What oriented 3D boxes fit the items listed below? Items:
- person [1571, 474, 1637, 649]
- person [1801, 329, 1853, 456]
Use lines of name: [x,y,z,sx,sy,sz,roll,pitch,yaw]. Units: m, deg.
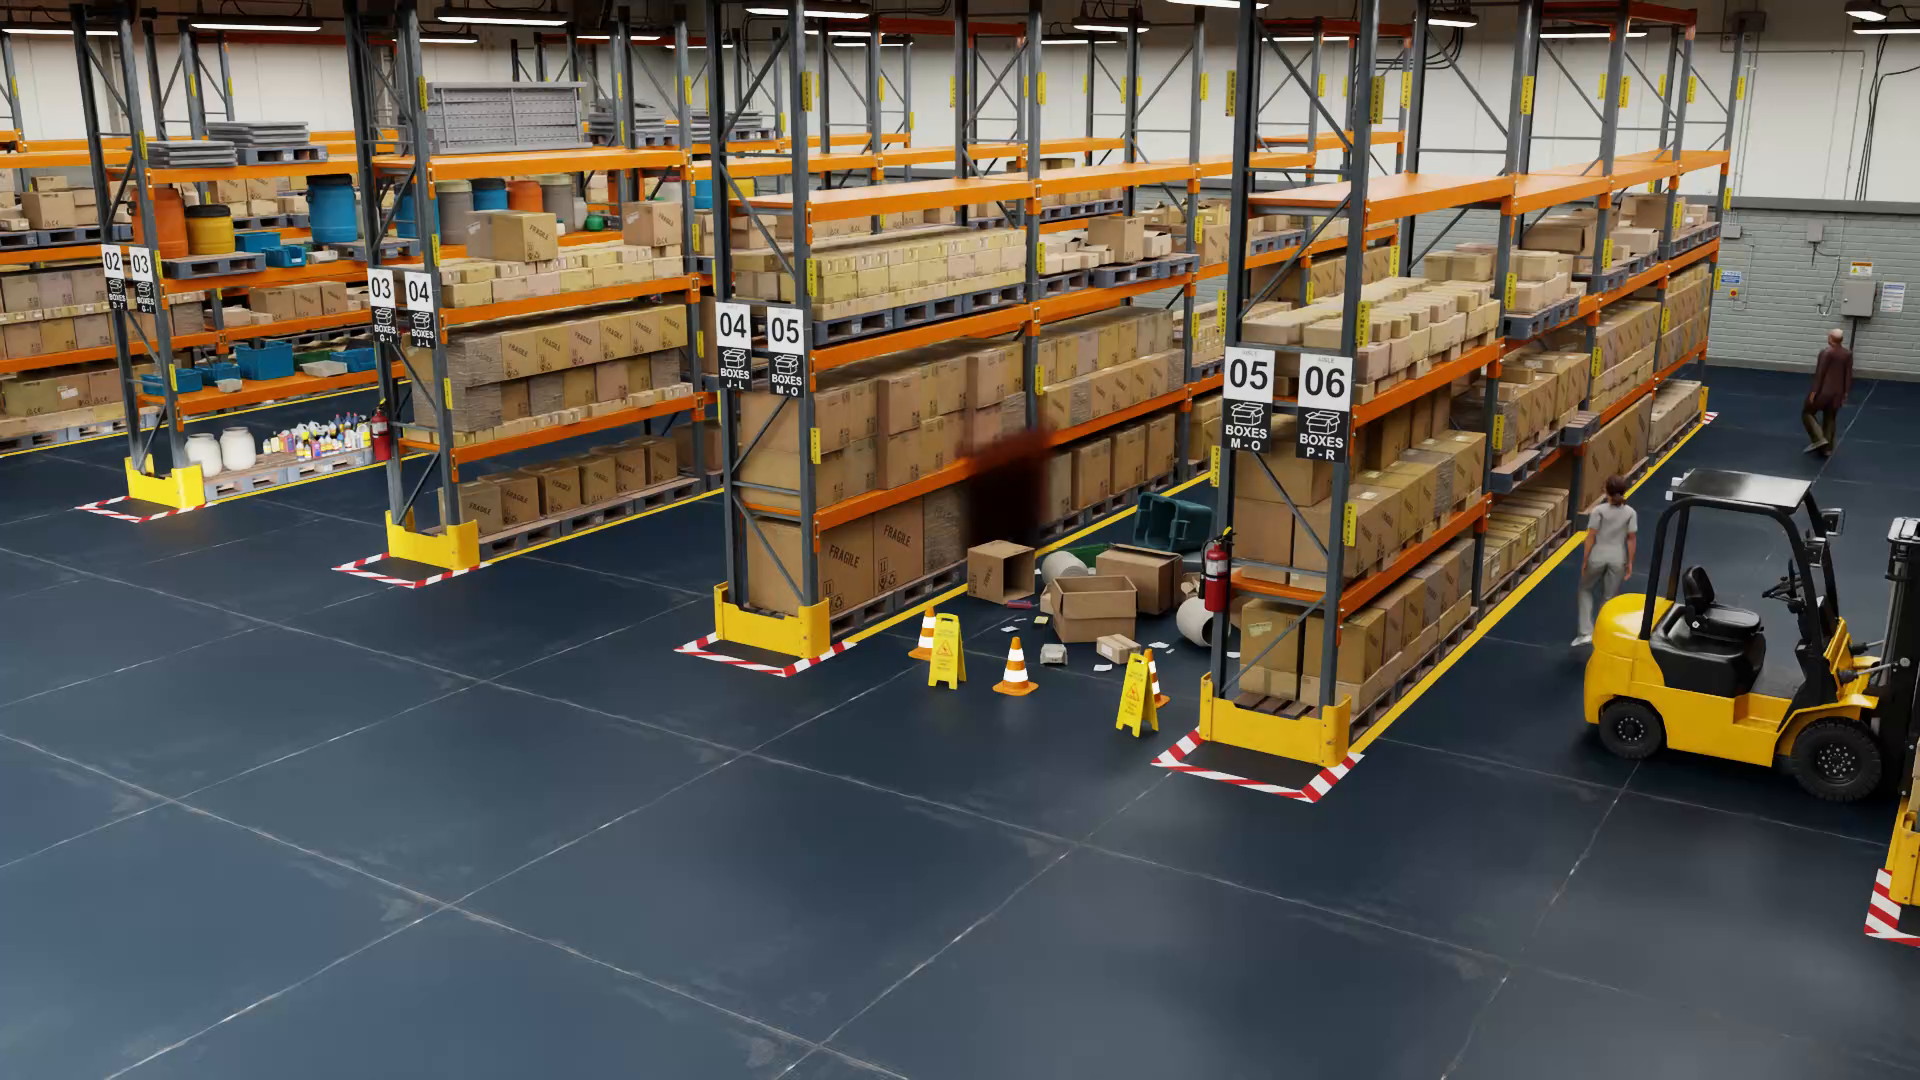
person: [5.949,0.229,15.289,0.460,1.677,0.423,4,16,14]
person: [12.208,-2.076,23.360,0.638,1.779,0.499,-3,16,-11]
